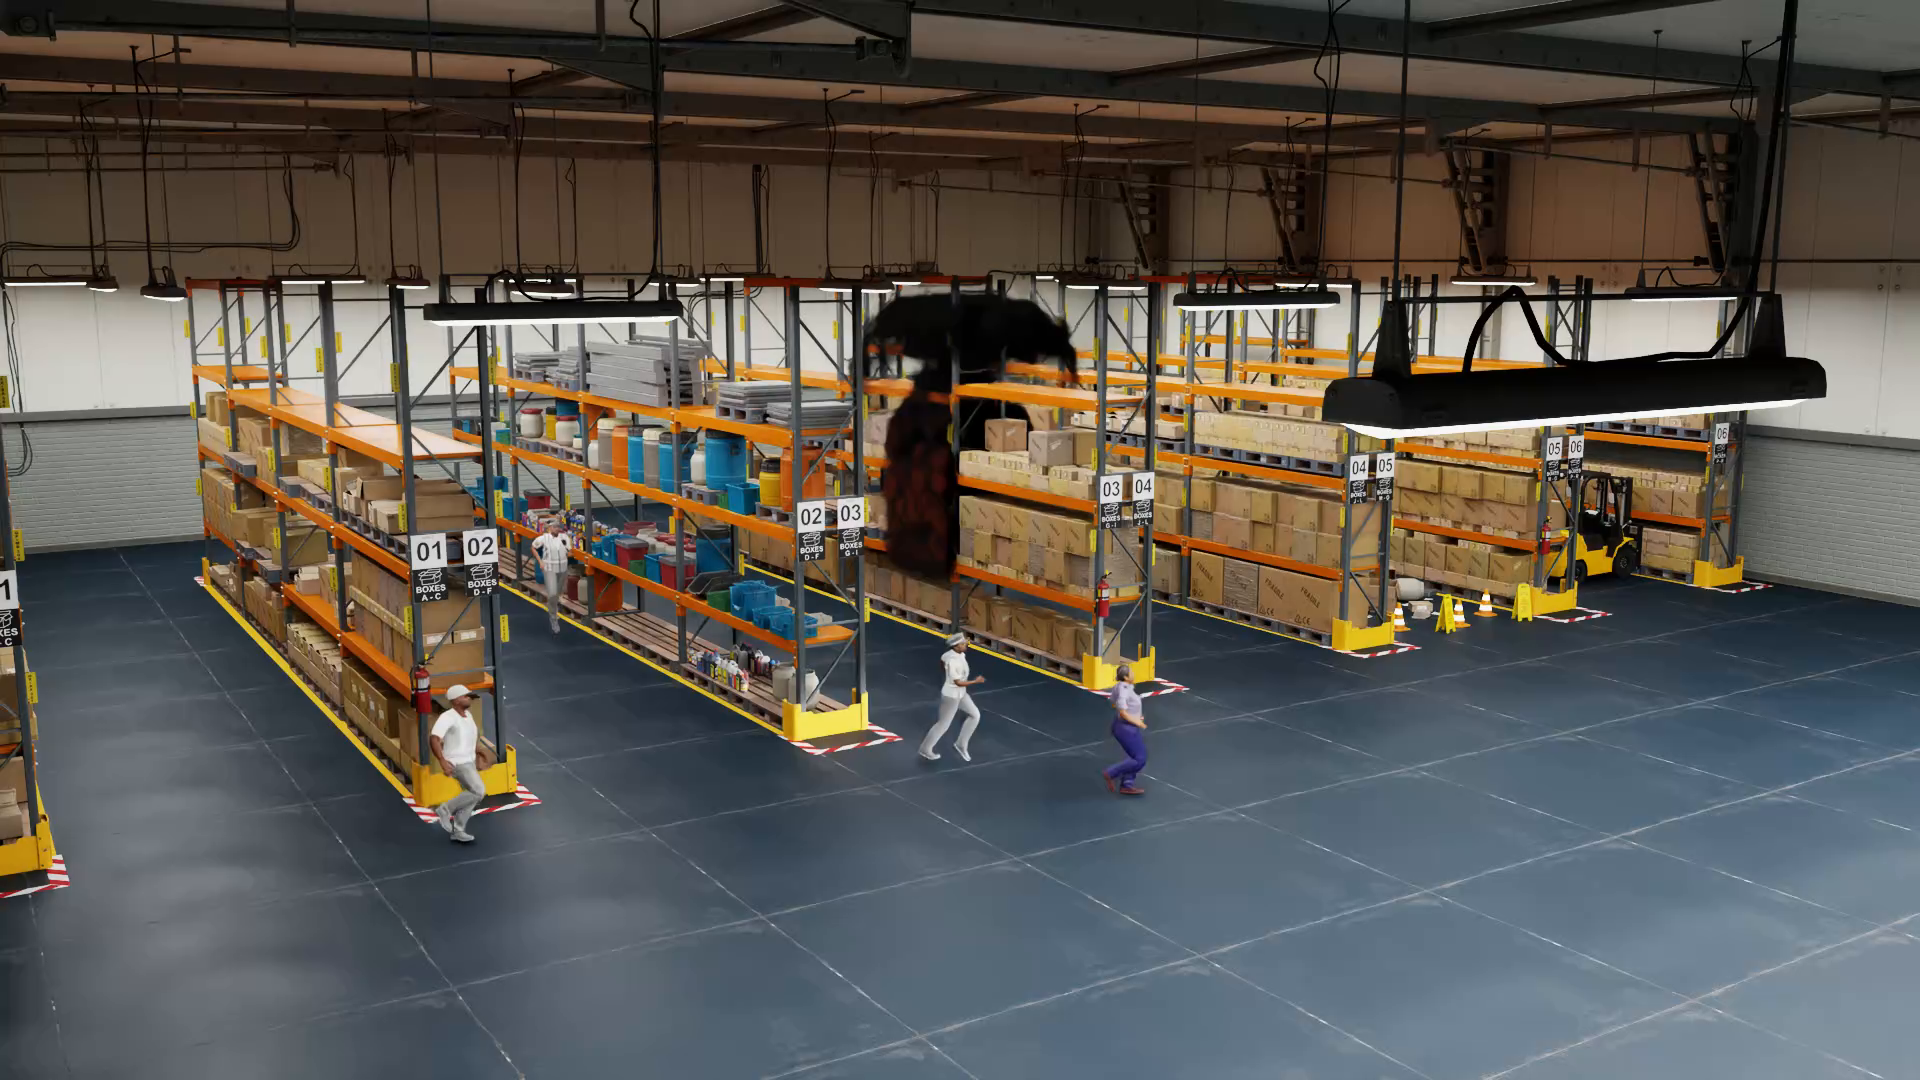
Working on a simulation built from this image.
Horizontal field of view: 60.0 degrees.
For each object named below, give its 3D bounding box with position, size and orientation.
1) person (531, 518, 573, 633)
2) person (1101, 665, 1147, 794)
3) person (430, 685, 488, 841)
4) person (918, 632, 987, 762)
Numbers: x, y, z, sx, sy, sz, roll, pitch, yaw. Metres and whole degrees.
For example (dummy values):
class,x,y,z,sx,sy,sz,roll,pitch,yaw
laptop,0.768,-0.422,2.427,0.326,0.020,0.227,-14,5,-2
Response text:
class,x,y,z,sx,sy,sz,roll,pitch,yaw
person,-6.747,0.567,27.784,0.638,1.911,0.753,-8,12,-40
person,1.948,2.259,19.785,0.578,1.593,0.605,-1,10,-7
person,-5.482,2.446,18.391,0.530,1.693,0.747,1,10,6
person,-0.082,1.989,21.120,0.866,1.714,0.584,2,10,10
